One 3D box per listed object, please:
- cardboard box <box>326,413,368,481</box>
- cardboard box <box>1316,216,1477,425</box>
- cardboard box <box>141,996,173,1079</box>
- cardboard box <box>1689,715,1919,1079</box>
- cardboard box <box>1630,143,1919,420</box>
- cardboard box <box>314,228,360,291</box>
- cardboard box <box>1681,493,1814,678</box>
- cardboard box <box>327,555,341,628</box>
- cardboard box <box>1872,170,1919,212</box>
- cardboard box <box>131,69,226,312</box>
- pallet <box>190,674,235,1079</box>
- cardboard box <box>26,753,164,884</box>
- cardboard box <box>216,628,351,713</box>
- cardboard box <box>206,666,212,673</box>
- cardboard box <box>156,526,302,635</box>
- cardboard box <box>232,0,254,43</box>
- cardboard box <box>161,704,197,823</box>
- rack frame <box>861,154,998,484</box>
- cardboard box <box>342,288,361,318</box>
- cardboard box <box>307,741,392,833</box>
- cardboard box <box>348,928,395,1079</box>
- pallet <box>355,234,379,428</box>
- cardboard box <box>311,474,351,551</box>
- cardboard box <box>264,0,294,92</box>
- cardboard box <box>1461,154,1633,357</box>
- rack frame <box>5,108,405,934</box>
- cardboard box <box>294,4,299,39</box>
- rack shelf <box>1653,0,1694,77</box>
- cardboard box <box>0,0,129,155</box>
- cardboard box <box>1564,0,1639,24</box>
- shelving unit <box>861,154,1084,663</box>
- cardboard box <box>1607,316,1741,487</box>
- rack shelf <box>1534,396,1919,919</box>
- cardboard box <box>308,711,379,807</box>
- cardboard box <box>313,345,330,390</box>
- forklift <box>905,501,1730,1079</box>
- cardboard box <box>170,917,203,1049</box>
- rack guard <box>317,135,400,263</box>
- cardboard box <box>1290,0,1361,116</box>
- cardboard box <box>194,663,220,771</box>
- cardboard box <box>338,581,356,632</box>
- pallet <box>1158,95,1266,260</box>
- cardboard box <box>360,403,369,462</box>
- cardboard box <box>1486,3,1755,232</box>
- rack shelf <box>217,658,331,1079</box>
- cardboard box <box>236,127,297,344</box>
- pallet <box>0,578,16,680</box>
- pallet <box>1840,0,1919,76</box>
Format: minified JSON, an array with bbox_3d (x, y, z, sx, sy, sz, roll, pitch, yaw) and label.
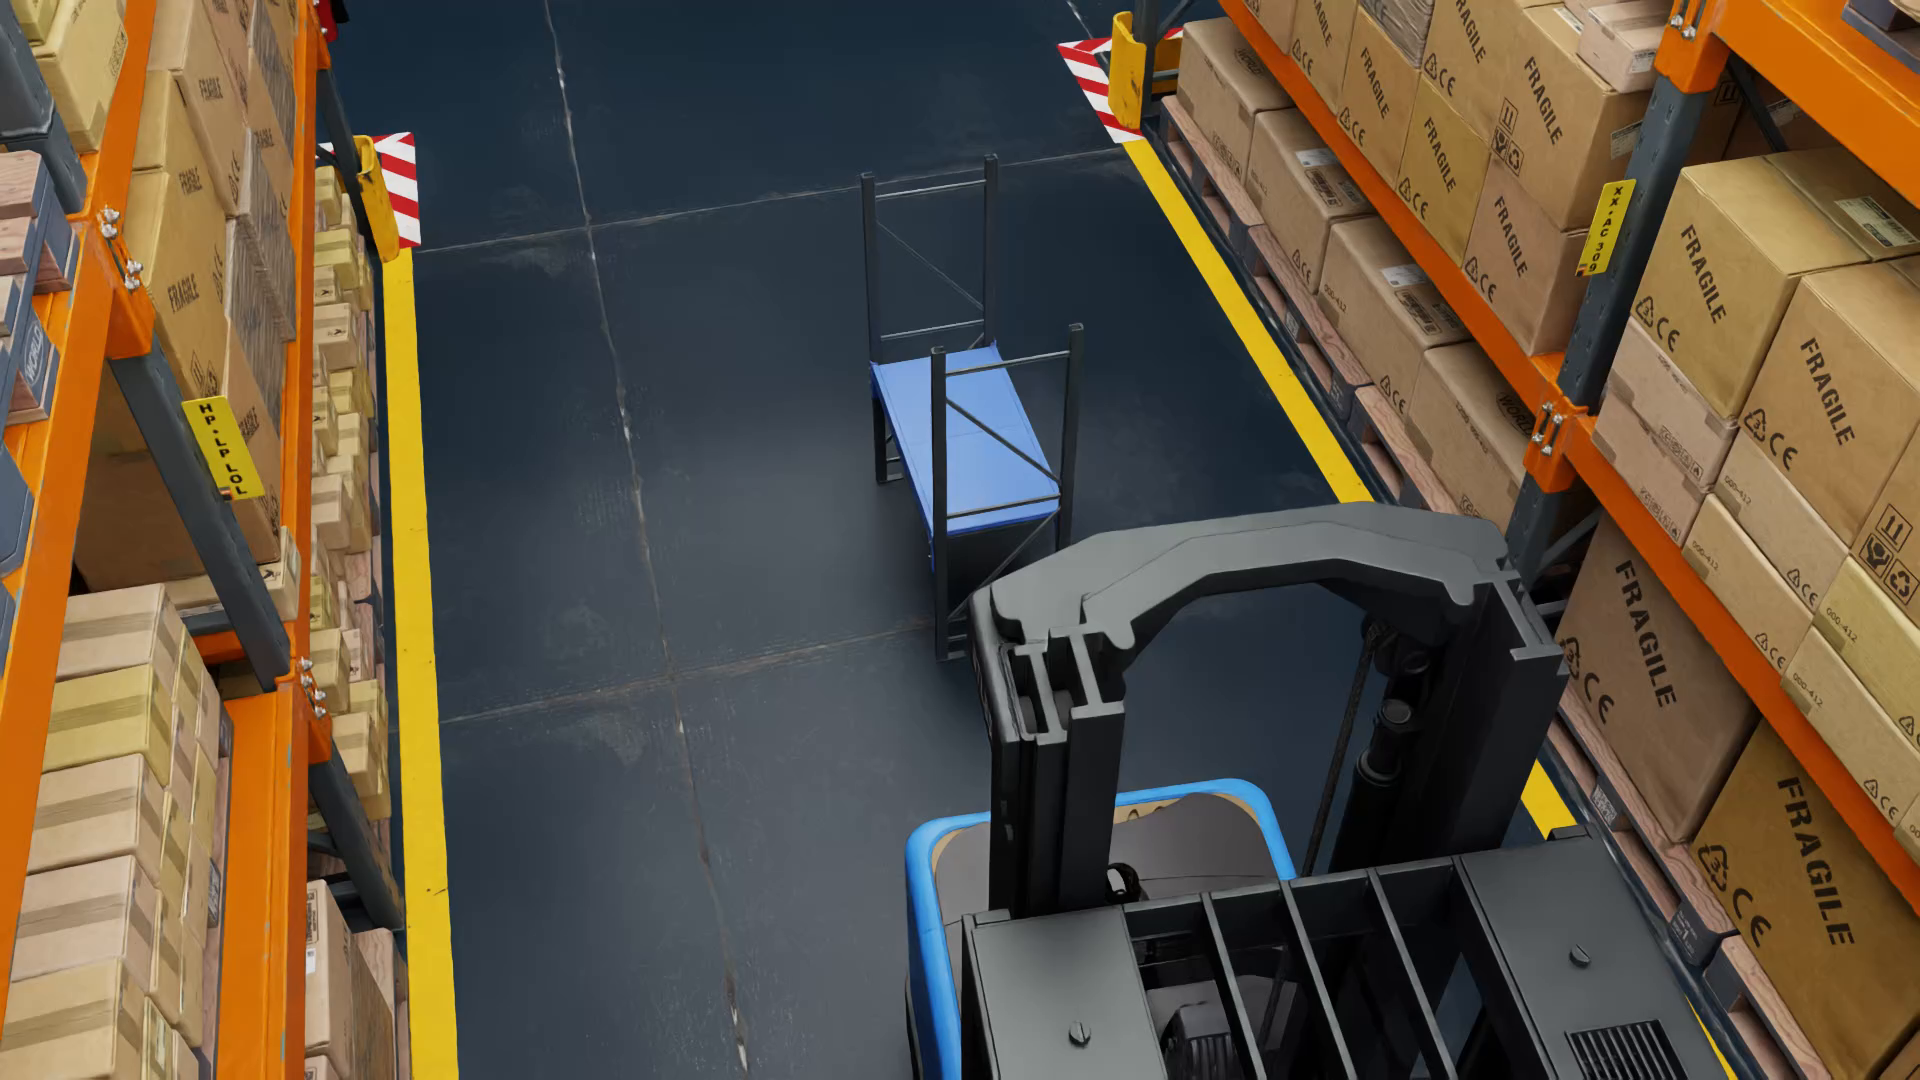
[{"bbox_3d":[-2.517,-0.334,6.471,0.380,0.149,0.250,-10,46,-10],"label":"cardboard box"},{"bbox_3d":[2.144,-1.007,7.136,0.875,0.438,0.875,-12,47,-11],"label":"cardboard box"},{"bbox_3d":[-1.767,1.086,3.259,0.380,0.149,0.250,-13,47,-12],"label":"cardboard box"},{"bbox_3d":[2.906,0.947,4.915,0.875,0.875,0.875,-9,46,-9],"label":"cardboard box"},{"bbox_3d":[2.266,-0.714,4.579,0.500,0.500,0.500,-10,46,-10],"label":"cardboard box"},{"bbox_3d":[-2.774,-1.171,7.083,0.380,0.149,0.250,-12,47,-11],"label":"cardboard box"},{"bbox_3d":[2.422,0.076,4.680,0.500,0.250,0.500,-12,47,-11],"label":"cardboard box"},{"bbox_3d":[-2.427,0.221,5.927,0.380,0.149,0.250,-13,47,-12],"label":"cardboard box"},{"bbox_3d":[2.788,-0.808,4.671,0.500,0.500,0.500,-9,46,-9],"label":"cardboard box"},{"bbox_3d":[-2.356,-0.911,4.564,0.500,0.500,0.500,-12,47,-12],"label":"cardboard box"},{"bbox_3d":[-2.273,0.911,3.891,1.003,0.211,1.213,-11,47,-10],"label":"pallet"},{"bbox_3d":[-1.903,0.628,3.500,0.380,0.149,0.250,-12,47,-12],"label":"cardboard box"},{"bbox_3d":[-2.230,0.455,5.489,0.380,0.149,0.250,-9,46,-8],"label":"cardboard box"},{"bbox_3d":[-2.824,0.362,5.997,0.380,0.149,0.250,-12,47,-11],"label":"cardboard box"},{"bbox_3d":[-2.085,0.122,4.706,0.380,0.149,0.250,-9,46,-9],"label":"cardboard box"},{"bbox_3d":[-2.723,-1.984,5.615,0.500,0.500,0.500,-9,46,-8],"label":"cardboard box"},{"bbox_3d":[-1.967,0.547,3.788,0.380,0.149,0.250,-10,46,-10],"label":"cardboard box"},{"bbox_3d":[-0.108,-0.817,6.501,0.500,1.500,0.032,-11,47,-10],"label":"rack frame"},{"bbox_3d":[-2.807,-1.055,7.177,0.380,0.149,0.250,-12,47,-12],"label":"cardboard box"},{"bbox_3d":[-2.111,0.830,5.538,0.380,0.149,0.250,-13,47,-12],"label":"cardboard box"},{"bbox_3d":[-1.895,1.482,4.653,0.500,0.500,0.500,-12,47,-11],"label":"cardboard box"},{"bbox_3d":[-3.159,-0.876,7.461,1.003,0.211,1.213,-11,47,-10],"label":"pallet"},{"bbox_3d":[-2.417,-0.077,6.011,0.380,0.149,0.250,-10,46,-9],"label":"cardboard box"},{"bbox_3d":[-2.862,-1.992,6.323,0.500,0.500,0.500,-11,47,-11],"label":"cardboard box"},{"bbox_3d":[2.065,-0.994,5.554,0.500,0.500,0.500,-10,46,-10],"label":"cardboard box"},{"bbox_3d":[-2.328,0.289,4.366,1.000,3.000,0.127,-11,47,-10],"label":"rack frame"},{"bbox_3d":[-2.996,-2.211,6.992,0.380,0.149,0.250,-11,47,-10],"label":"cardboard box"},{"bbox_3d":[1.919,-2.864,5.860,1.077,0.370,4.000,-11,47,-10],"label":"rack shelf"},{"bbox_3d":[-2.192,-1.076,3.709,0.500,0.250,0.500,-9,46,-8],"label":"cardboard box"},{"bbox_3d":[2.082,-1.654,5.046,0.380,0.149,0.250,-10,46,-9],"label":"cardboard box"},{"bbox_3d":[0.022,-0.466,6.157,0.538,1.500,1.048,-11,47,-10],"label":"shelving unit"},{"bbox_3d":[2.271,-0.453,4.848,0.500,0.250,0.500,-12,47,-11],"label":"cardboard box"},{"bbox_3d":[2.943,0.947,4.225,1.077,0.370,4.000,-11,47,-10],"label":"rack shelf"},{"bbox_3d":[-2.112,0.727,5.431,0.380,0.149,0.250,-9,46,-8],"label":"cardboard box"},{"bbox_3d":[-2.686,-0.603,6.526,0.380,0.149,0.250,-12,47,-12],"label":"cardboard box"},{"bbox_3d":[0.587,1.473,3.254,1.130,2.935,3.031,-7,46,-7],"label":"forklift"},{"bbox_3d":[-1.842,0.993,3.558,0.380,0.149,0.250,-13,47,-12],"label":"cardboard box"},{"bbox_3d":[-3.333,-1.545,7.914,1.175,0.500,0.348,-11,47,-10],"label":"rack guard"},{"bbox_3d":[1.666,-2.057,6.595,0.500,0.500,0.500,-9,46,-9],"label":"cardboard box"},{"bbox_3d":[-2.035,0.468,4.073,0.380,0.149,0.250,-12,47,-11],"label":"cardboard box"},{"bbox_3d":[-2.406,0.318,6.040,0.380,0.149,0.250,-12,47,-11],"label":"cardboard box"},{"bbox_3d":[1.687,-1.933,8.497,1.003,0.211,1.213,-11,47,-10],"label":"pallet"},{"bbox_3d":[-2.616,-0.414,6.757,0.380,0.149,0.250,-10,46,-10],"label":"cardboard box"},{"bbox_3d":[2.043,-1.346,5.198,0.500,0.500,0.500,-11,47,-11],"label":"cardboard box"},{"bbox_3d":[-1.816,1.922,3.270,1.077,0.370,4.000,-11,47,-10],"label":"rack shelf"},{"bbox_3d":[-2.439,-0.932,5.285,0.500,0.500,0.500,-12,47,-11],"label":"cardboard box"},{"bbox_3d":[-2.005,0.467,2.224,1.213,0.211,1.003,-11,47,-10],"label":"pallet"},{"bbox_3d":[2.713,-1.044,3.707,0.805,0.209,1.217,-12,47,-12],"label":"pallet"}]
